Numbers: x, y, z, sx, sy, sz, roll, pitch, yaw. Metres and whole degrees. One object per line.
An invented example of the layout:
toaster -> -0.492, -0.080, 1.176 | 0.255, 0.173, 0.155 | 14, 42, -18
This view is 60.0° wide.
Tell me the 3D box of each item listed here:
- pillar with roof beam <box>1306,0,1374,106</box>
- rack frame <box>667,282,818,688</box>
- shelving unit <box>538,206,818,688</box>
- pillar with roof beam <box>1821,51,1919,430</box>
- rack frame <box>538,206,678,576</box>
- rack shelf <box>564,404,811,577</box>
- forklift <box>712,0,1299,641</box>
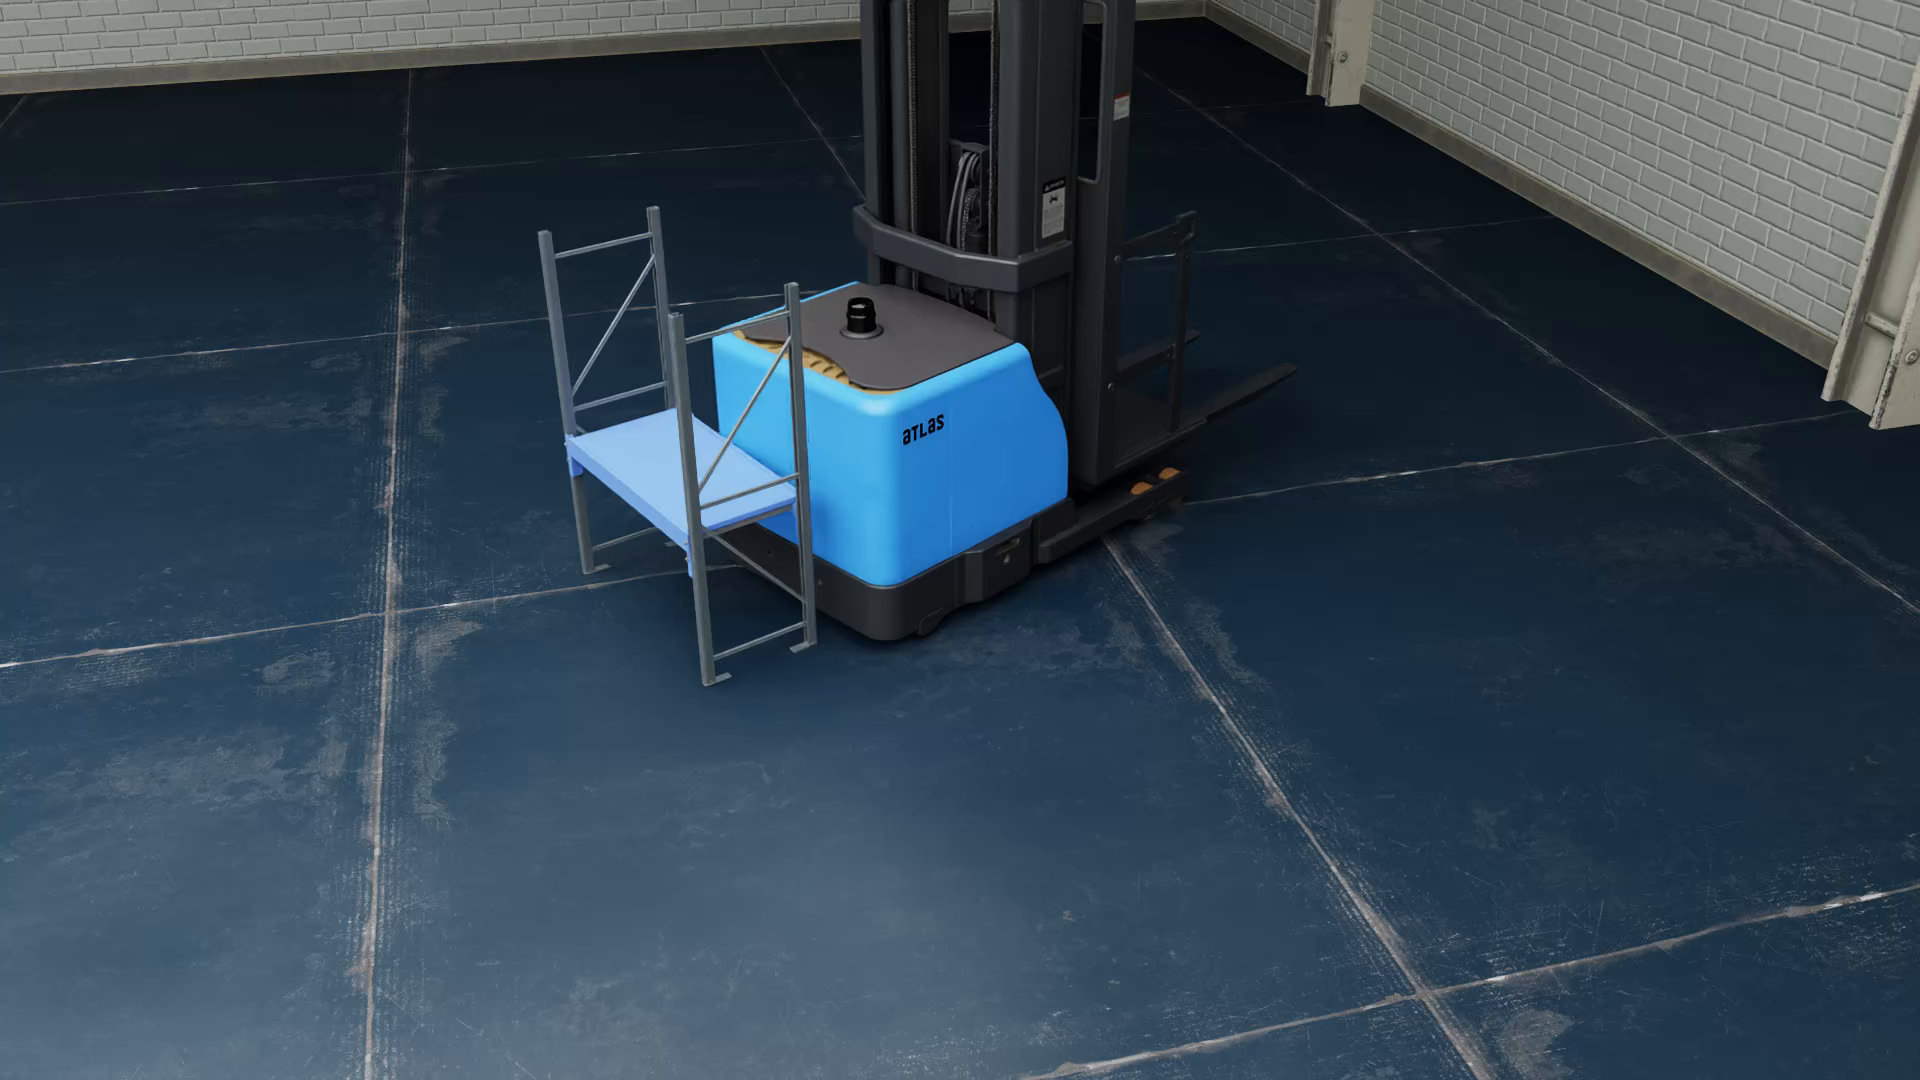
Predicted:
pillar with roof beam -> -1.138, -6.878, 10.150 | 9.100, 9.000, 0.400 | -8, 31, -13
rack frame -> -0.769, -0.172, 6.051 | 0.500, 1.500, 0.032 | -21, 36, -31
shelving unit -> -1.076, -0.376, 6.402 | 0.538, 1.500, 1.048 | -21, 36, -31
pillar with roof beam -> 0.454, -3.980, 5.144 | 9.100, 9.000, 0.400 | -8, 31, -13
rack frame -> -1.382, -0.579, 6.753 | 0.500, 1.500, 0.032 | -21, 36, -31
rack shelf -> -1.076, -0.220, 6.492 | 0.538, 0.185, 1.000 | -21, 36, -31
forklift -> 0.399, -1.519, 6.949 | 1.130, 2.935, 3.031 | 26, 39, 37
